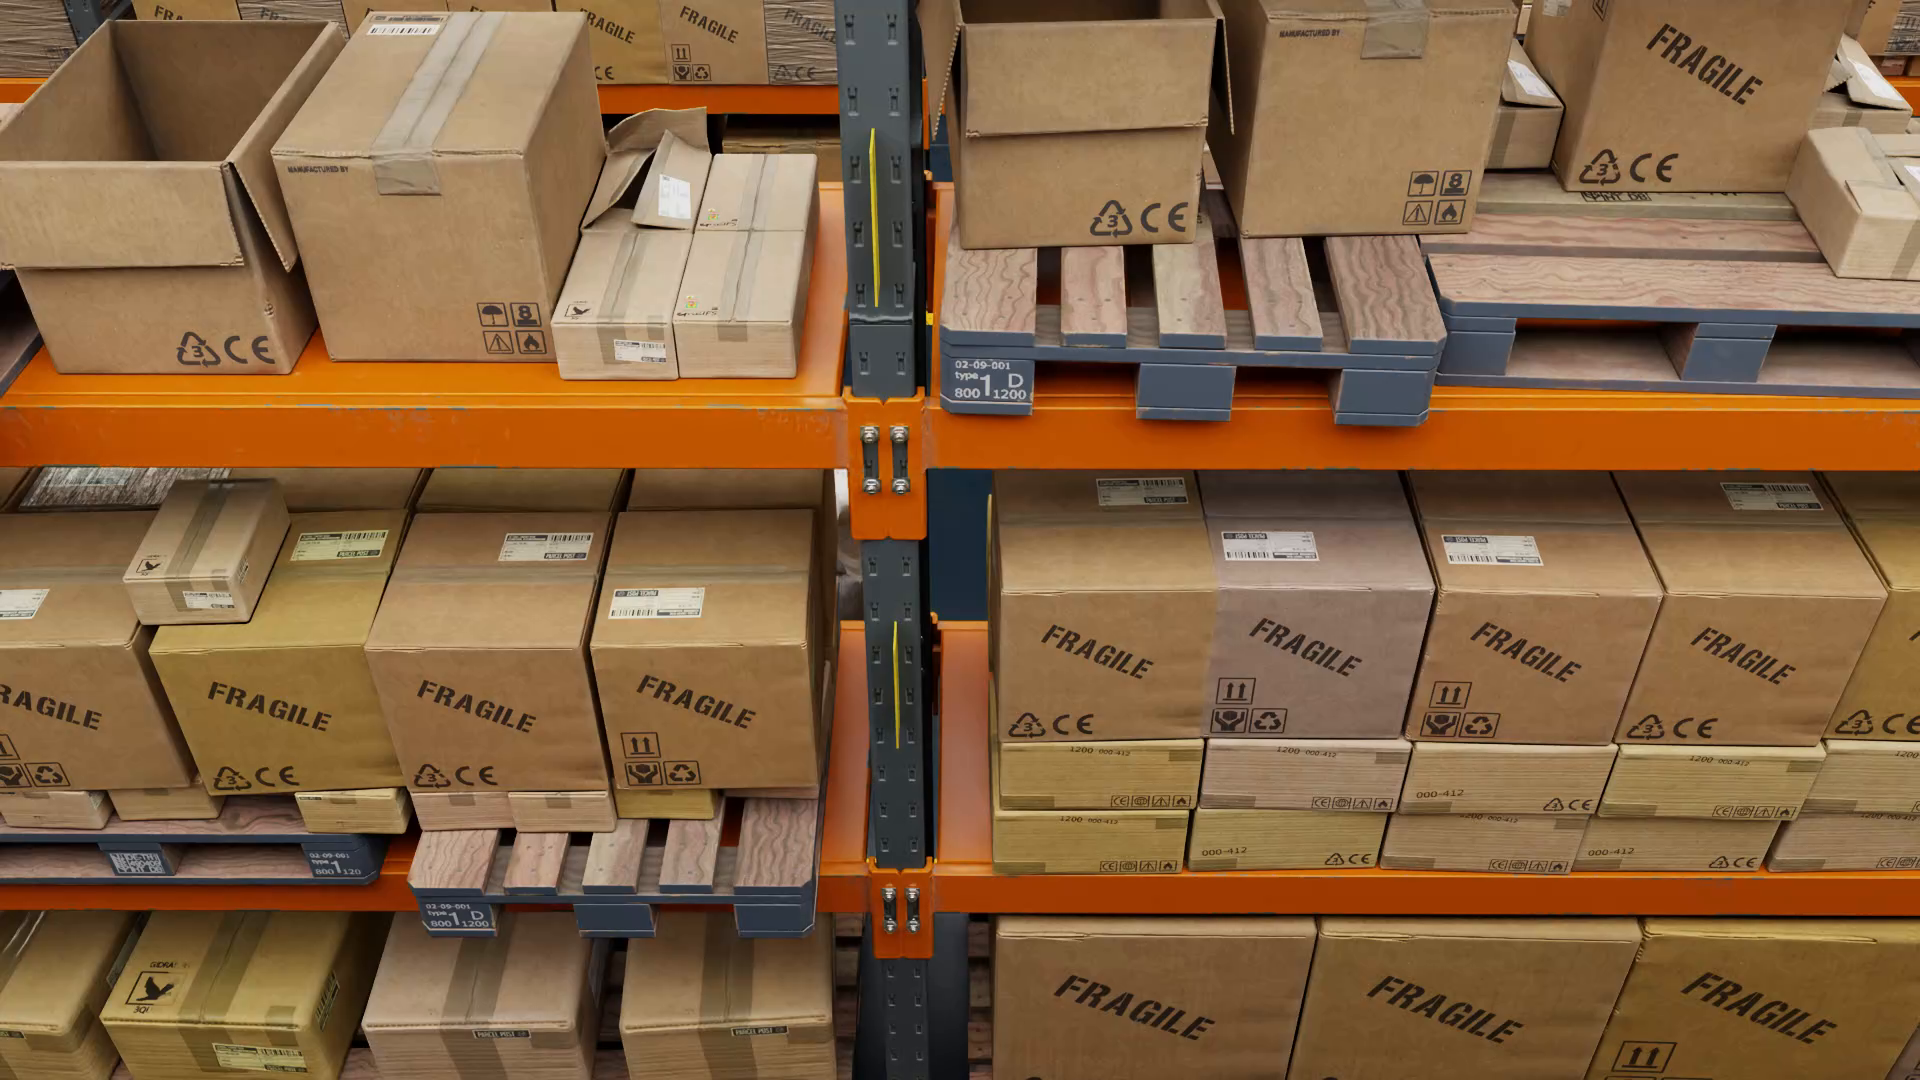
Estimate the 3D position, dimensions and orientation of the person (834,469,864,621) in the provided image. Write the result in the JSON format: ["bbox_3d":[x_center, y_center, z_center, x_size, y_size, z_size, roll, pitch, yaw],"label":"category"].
[{"bbox_3d":[-0.498,0.101,6.277,0.747,1.432,0.631,-2,39,-2],"label":"person"}]
